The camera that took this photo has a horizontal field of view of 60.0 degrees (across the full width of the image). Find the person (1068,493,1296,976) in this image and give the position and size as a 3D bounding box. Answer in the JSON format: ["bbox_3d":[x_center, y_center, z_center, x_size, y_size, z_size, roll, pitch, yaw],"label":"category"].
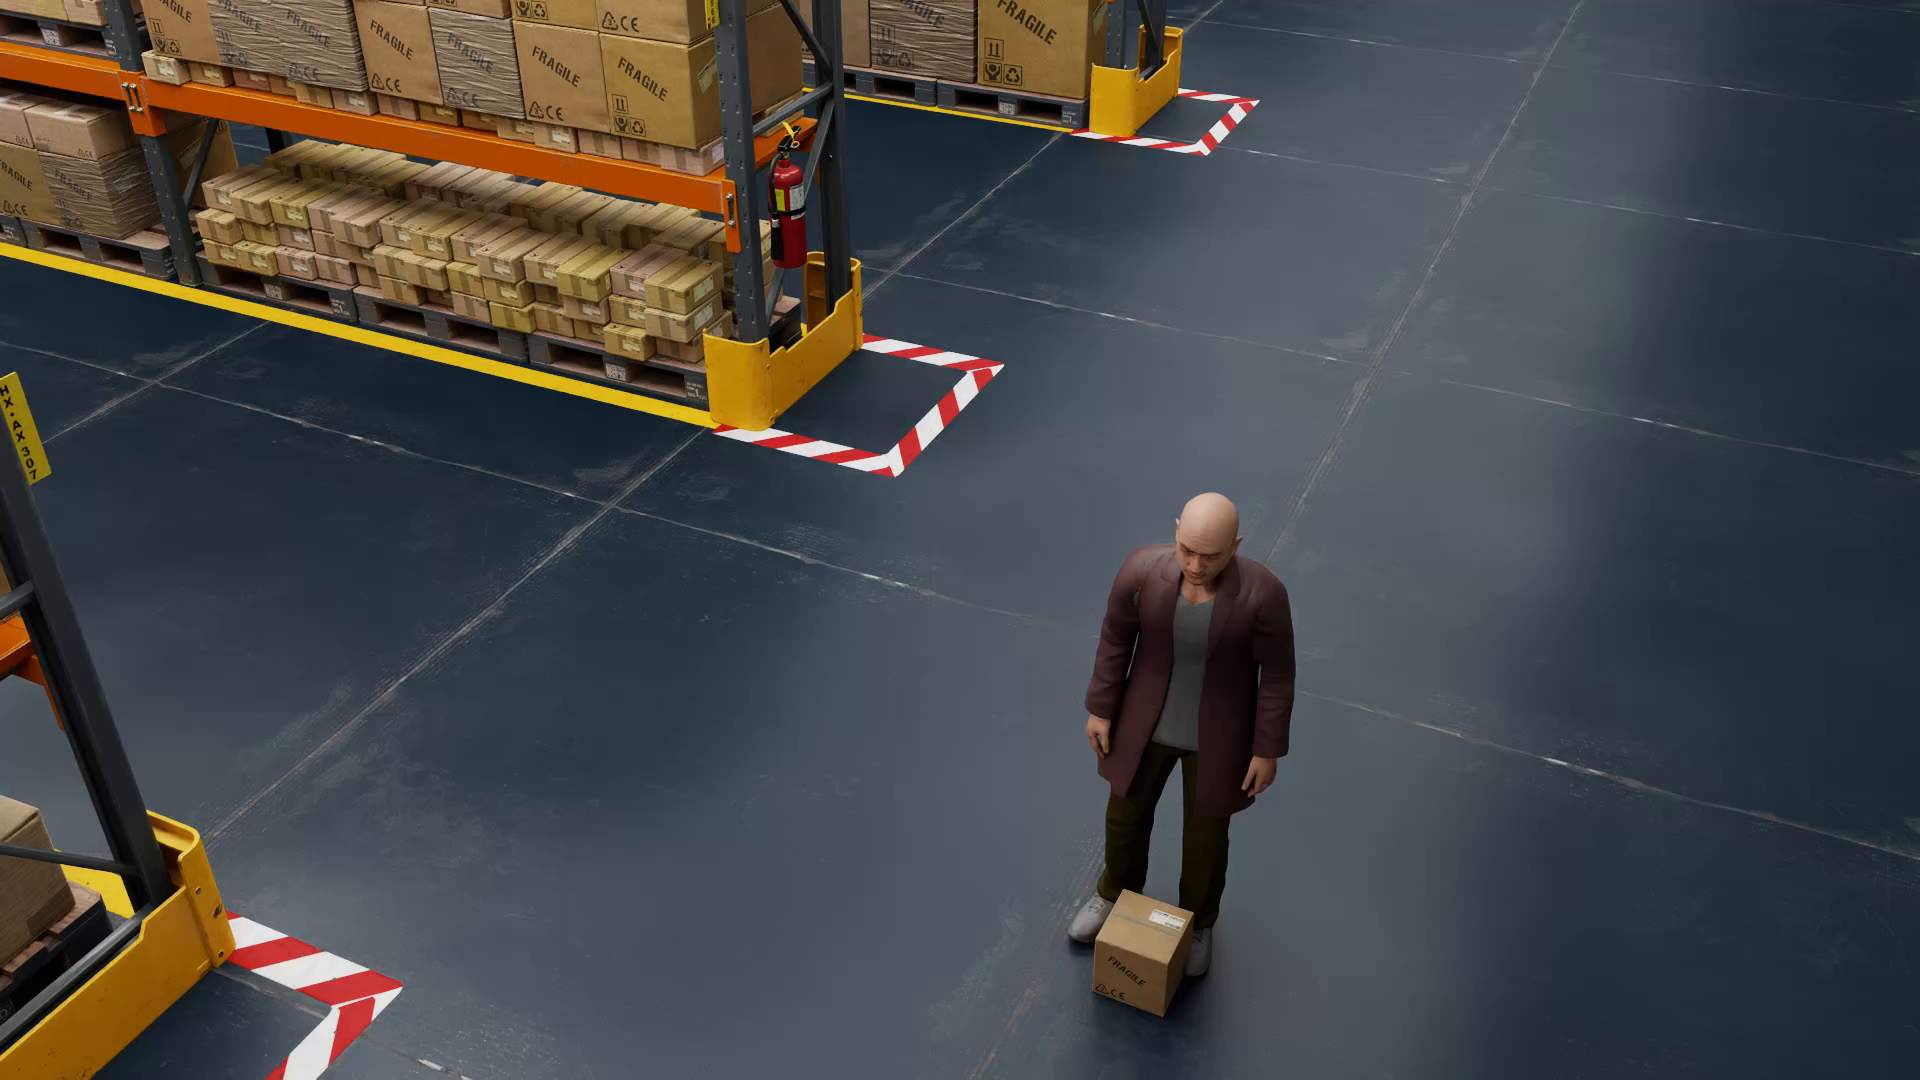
[{"bbox_3d":[0.711,0.597,5.243,0.656,1.774,0.418,13,35,19],"label":"person"}]
